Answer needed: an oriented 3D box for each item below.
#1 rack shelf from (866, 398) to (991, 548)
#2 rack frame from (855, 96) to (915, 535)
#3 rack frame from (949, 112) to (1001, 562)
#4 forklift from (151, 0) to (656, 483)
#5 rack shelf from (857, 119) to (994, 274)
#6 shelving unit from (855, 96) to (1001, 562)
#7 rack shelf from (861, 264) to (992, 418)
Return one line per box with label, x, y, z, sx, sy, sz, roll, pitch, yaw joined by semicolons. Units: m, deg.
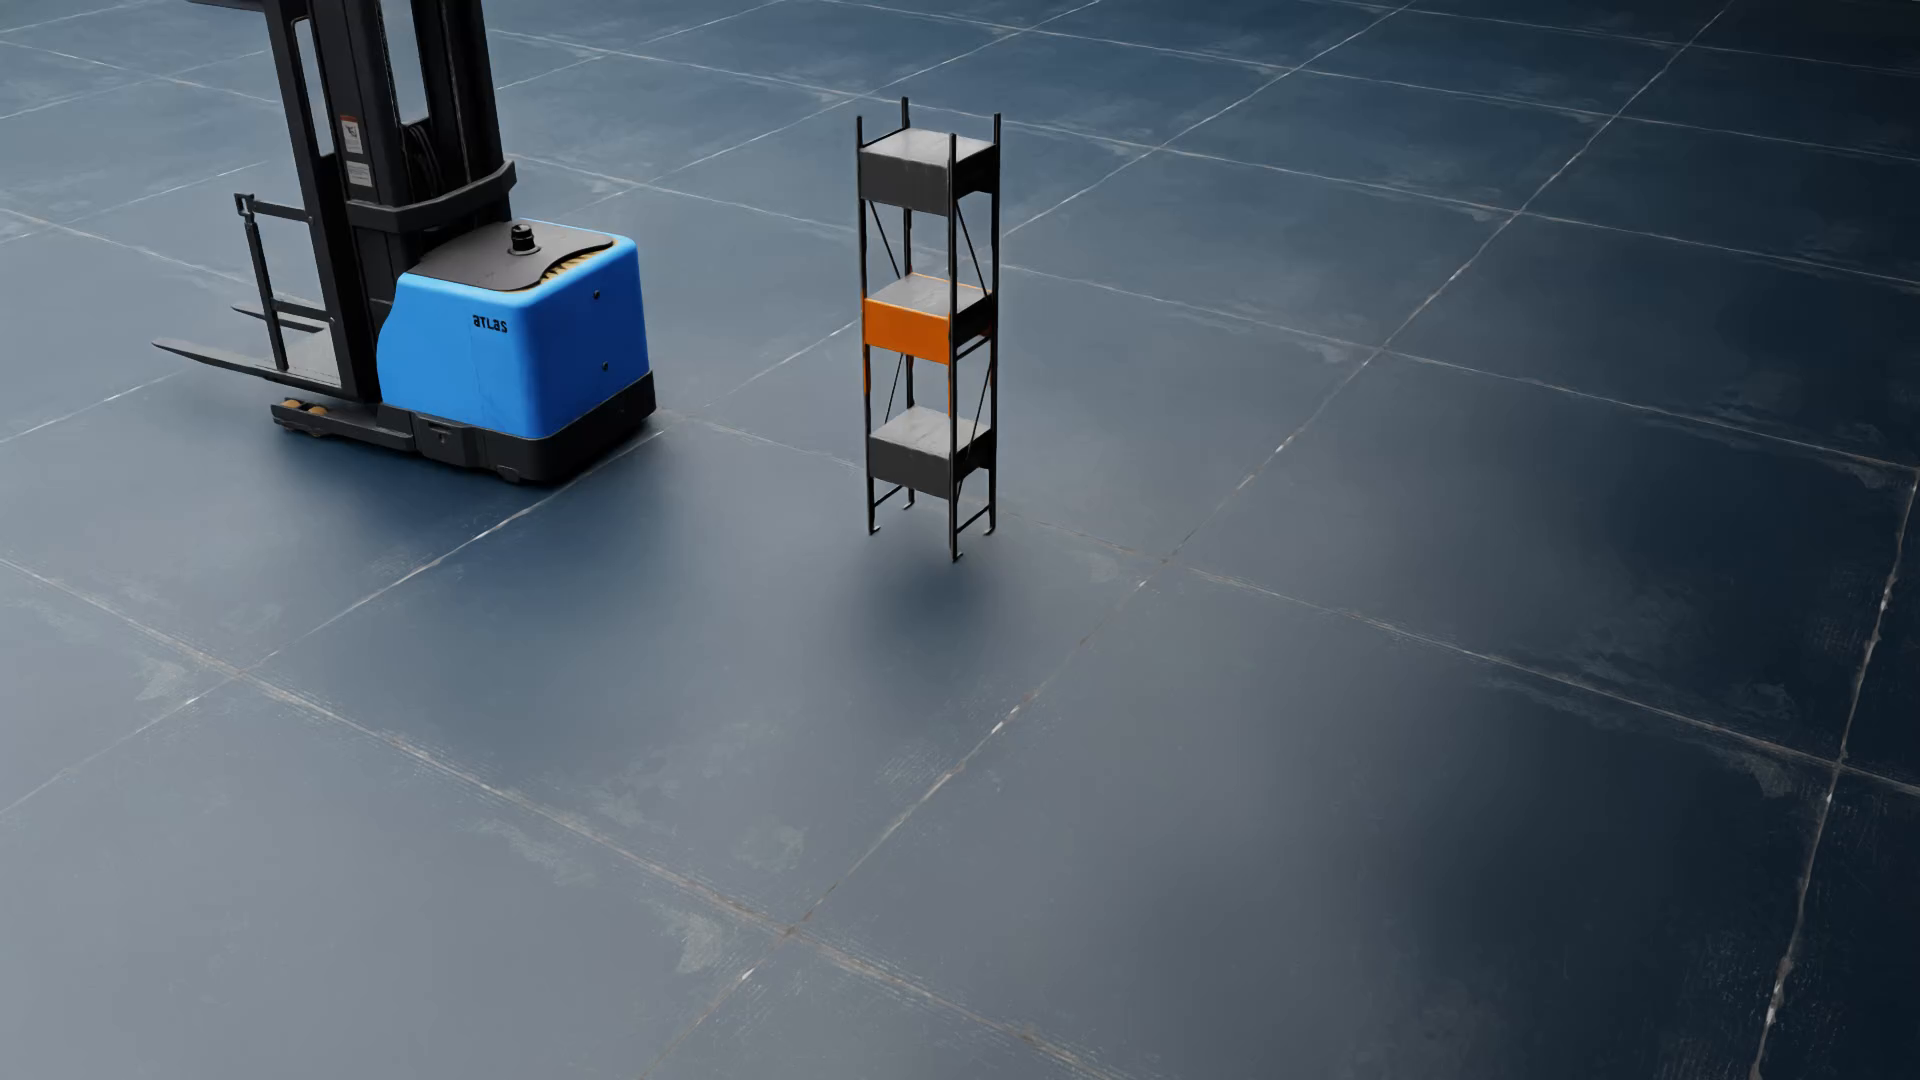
rack shelf;-0.140;-0.335;8.157;0.480;0.518;0.431;18;35;27
rack frame;-0.347;-1.017;7.909;0.015;2.100;0.400;18;35;27
rack frame;0.066;-0.886;7.685;0.015;2.100;0.400;18;35;27
forklift;-3.269;-2.062;8.875;3.031;2.935;1.130;14;33;22
rack shelf;-0.140;-1.544;7.451;0.480;0.518;0.431;18;35;27
shelving unit;-0.140;-0.951;7.797;0.503;2.100;0.431;18;35;27
rack shelf;-0.140;-0.940;7.804;0.480;0.518;0.431;18;35;27
